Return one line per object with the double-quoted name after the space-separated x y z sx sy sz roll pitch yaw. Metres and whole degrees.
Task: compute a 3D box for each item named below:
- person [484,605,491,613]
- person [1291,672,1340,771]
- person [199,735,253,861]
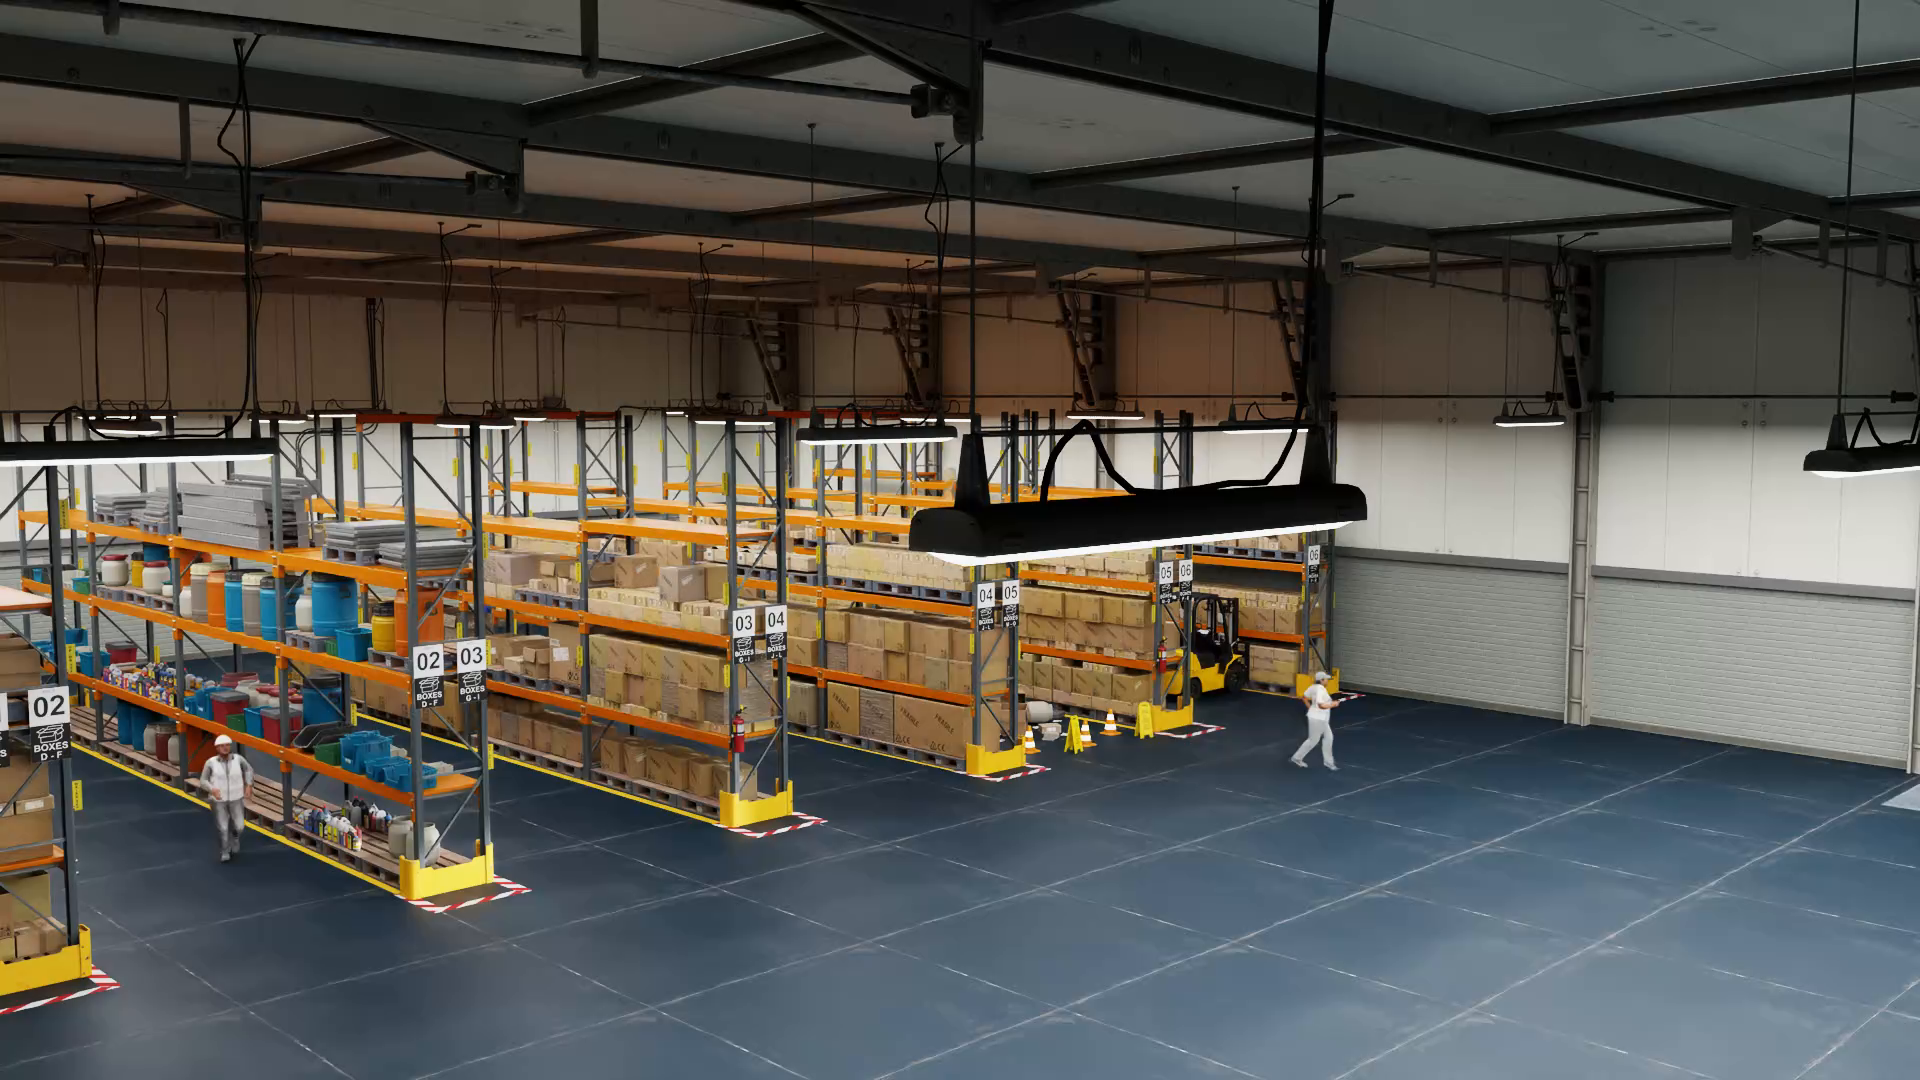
-11.526 2.064 40.137 0.579 1.597 0.530 1 5 15 "person"
6.015 3.075 28.054 0.826 1.715 0.581 1 5 6 "person"
-9.937 3.500 22.581 0.699 1.728 0.596 -3 6 -32 "person"
